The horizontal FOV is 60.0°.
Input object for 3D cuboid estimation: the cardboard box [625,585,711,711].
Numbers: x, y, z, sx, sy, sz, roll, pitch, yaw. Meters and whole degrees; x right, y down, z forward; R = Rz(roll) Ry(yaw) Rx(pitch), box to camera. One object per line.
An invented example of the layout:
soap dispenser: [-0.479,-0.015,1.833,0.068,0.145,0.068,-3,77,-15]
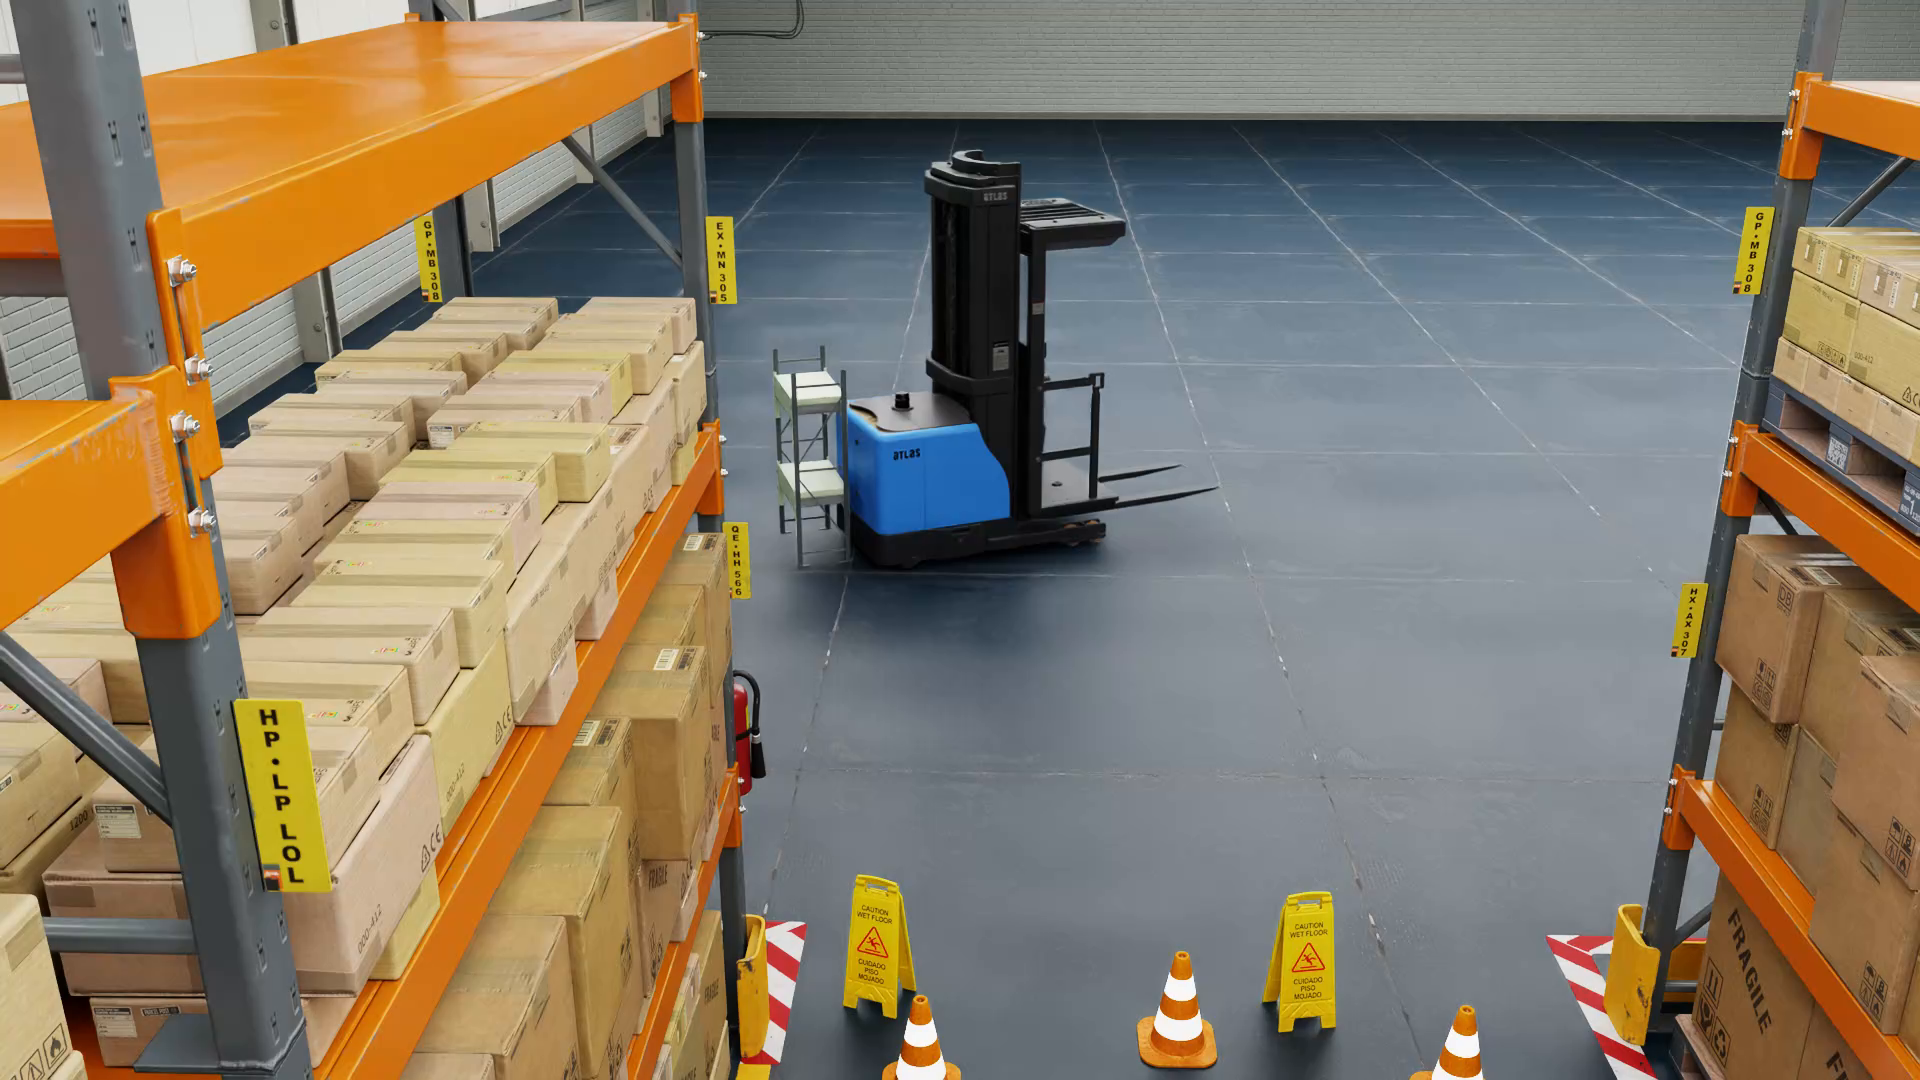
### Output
cardboard box: [-1.263,0.476,5.724,0.700,0.500,0.500,1,21,2]

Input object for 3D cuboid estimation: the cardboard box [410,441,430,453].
cardboard box: [-1.740,-0.162,4.949,0.500,0.250,0.500,1,21,3]

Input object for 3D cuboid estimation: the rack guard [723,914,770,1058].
rack guard: [-1.445,1.950,7.312,1.175,0.500,0.348,1,21,2]

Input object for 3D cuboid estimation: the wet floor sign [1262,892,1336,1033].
wet floor sign: [1.530,1.841,7.393,0.267,0.644,0.232,-3,21,-8]

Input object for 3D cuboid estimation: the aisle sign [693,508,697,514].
aisle sign: [-1.151,-0.474,6.510,0.394,0.787,0.004,1,21,2]

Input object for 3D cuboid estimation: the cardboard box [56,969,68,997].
cardboard box: [-1.860,0.805,3.009,0.380,0.149,0.250,1,21,2]

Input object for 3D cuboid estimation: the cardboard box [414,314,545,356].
cardboard box: [-1.649,-0.678,5.728,0.380,0.149,0.250,1,21,1]

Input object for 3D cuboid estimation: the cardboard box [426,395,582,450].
cardboard box: [-1.302,-0.311,4.782,0.380,0.149,0.250,0,21,0]

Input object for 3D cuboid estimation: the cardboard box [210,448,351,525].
cardboard box: [-1.821,-0.128,4.311,0.380,0.149,0.250,1,21,2]

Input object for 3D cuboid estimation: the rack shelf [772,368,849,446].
rack shelf: [-1.126,-1.008,12.474,0.431,0.370,0.720,-6,22,-15]

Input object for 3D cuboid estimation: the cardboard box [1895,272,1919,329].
cardboard box: [3.155,-0.729,5.139,0.380,0.149,0.250,1,21,2]

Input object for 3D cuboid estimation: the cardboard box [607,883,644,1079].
cardboard box: [-1.257,1.316,4.941,0.500,0.500,0.500,1,21,2]

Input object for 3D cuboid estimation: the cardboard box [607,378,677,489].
cardboard box: [-1.219,-0.340,5.408,0.500,0.250,0.500,0,21,1]

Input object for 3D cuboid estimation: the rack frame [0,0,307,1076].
rack frame: [-1.564,-0.593,2.118,1.000,3.000,0.127,1,21,2]

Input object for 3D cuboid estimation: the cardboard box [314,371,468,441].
cardboard box: [-1.712,-0.408,5.032,0.380,0.149,0.250,1,21,1]

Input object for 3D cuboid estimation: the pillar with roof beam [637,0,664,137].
pillar with roof beam: [-2.111,-12.651,33.193,9.100,9.000,0.400,1,21,2]

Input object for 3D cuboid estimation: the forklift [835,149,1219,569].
forklift: [0.591,-1.486,12.806,3.031,2.935,1.130,-9,23,-22]

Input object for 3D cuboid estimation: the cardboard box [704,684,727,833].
cardboard box: [-1.184,0.771,6.345,0.500,0.500,0.500,0,21,1]

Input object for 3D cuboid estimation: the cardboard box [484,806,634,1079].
cardboard box: [-1.255,1.030,4.297,0.700,0.500,0.500,0,21,0]

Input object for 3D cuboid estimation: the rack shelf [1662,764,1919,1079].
rack shelf: [3.447,1.834,5.151,1.077,0.370,4.000,1,21,2]

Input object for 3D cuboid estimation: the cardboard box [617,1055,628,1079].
cardboard box: [-1.206,1.656,4.960,0.380,0.149,0.250,1,21,1]

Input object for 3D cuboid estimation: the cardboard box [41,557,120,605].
cardboard box: [-1.868,0.150,3.593,0.380,0.149,0.250,1,21,3]

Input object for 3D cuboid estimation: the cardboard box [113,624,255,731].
cardboard box: [-1.806,0.391,3.524,0.500,0.250,0.500,0,21,1]

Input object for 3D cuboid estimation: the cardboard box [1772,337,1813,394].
cardboard box: [3.177,-0.628,5.983,0.380,0.149,0.250,1,21,2]

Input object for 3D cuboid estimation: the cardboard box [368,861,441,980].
cardboard box: [-1.243,0.718,3.232,0.380,0.149,0.250,1,21,2]

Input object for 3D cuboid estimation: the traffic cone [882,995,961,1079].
traffic cone: [-0.166,2.110,6.952,0.336,0.463,0.334,1,21,2]

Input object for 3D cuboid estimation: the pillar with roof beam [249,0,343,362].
pillar with roof beam: [-2.658,-6.142,16.419,9.100,9.000,0.400,1,21,2]

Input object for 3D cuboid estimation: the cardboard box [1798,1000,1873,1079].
cardboard box: [3.529,2.134,5.739,0.875,0.875,0.875,0,21,1]

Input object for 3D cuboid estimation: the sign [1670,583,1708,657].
sign: [2.954,0.326,6.735,0.100,0.325,0.005,1,21,2]

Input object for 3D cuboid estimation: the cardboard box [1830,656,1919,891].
cardboard box: [3.381,0.736,5.284,0.875,0.550,0.550,1,21,2]

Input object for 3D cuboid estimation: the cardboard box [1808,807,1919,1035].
cardboard box: [3.405,1.240,5.479,0.875,0.550,0.550,1,21,2]

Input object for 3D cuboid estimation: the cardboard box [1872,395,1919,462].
cardboard box: [3.155,-0.354,5.276,0.380,0.149,0.250,1,21,2]

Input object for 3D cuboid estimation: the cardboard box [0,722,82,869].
cardboard box: [-1.773,0.434,2.863,0.380,0.149,0.250,1,21,3]

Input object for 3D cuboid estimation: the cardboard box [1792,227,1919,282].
cardboard box: [3.180,-1.003,5.847,0.380,0.149,0.250,1,21,2]

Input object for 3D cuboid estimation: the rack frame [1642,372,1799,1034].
rack frame: [3.508,0.775,6.884,1.000,3.000,0.127,1,21,2]

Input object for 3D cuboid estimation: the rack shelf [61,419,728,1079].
rack shelf: [-1.504,0.417,4.654,1.077,0.370,4.000,1,21,2]

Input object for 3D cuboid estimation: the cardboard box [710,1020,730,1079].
cardboard box: [-1.199,2.147,6.569,0.500,0.250,0.500,1,21,1]

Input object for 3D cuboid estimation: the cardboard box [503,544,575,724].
cardboard box: [-1.243,0.213,3.983,0.500,0.250,0.500,1,21,2]

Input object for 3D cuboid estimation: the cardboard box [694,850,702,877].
cardboard box: [-1.166,1.197,6.144,0.380,0.149,0.250,0,21,1]

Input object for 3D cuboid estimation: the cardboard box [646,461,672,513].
cardboard box: [-1.191,-0.206,5.613,0.380,0.149,0.250,1,21,3]

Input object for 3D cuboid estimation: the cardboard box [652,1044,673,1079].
cardboard box: [-1.171,1.803,5.521,0.380,0.149,0.250,2,21,4]

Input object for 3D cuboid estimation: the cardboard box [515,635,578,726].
cardboard box: [-1.183,0.347,4.188,0.380,0.149,0.250,0,21,1]

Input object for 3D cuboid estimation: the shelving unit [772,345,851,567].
shelving unit: [-1.126,-0.644,12.615,0.431,1.500,0.755,-6,22,-15]

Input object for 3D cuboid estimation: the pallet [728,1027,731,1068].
pallet: [-1.505,2.378,6.608,1.003,0.211,1.213,1,21,2]

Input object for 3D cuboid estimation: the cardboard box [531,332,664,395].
cardboard box: [-1.194,-0.585,5.488,0.380,0.149,0.250,0,21,1]

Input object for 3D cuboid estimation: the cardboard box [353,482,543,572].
cardboard box: [-1.244,-0.031,4.061,0.380,0.149,0.250,0,21,1]

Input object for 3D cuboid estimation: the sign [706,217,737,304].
sign: [-0.889,-1.041,6.193,0.100,0.325,0.005,1,21,2]

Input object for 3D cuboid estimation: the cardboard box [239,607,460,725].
cardboard box: [-1.233,0.250,3.335,0.380,0.149,0.250,0,21,0]
